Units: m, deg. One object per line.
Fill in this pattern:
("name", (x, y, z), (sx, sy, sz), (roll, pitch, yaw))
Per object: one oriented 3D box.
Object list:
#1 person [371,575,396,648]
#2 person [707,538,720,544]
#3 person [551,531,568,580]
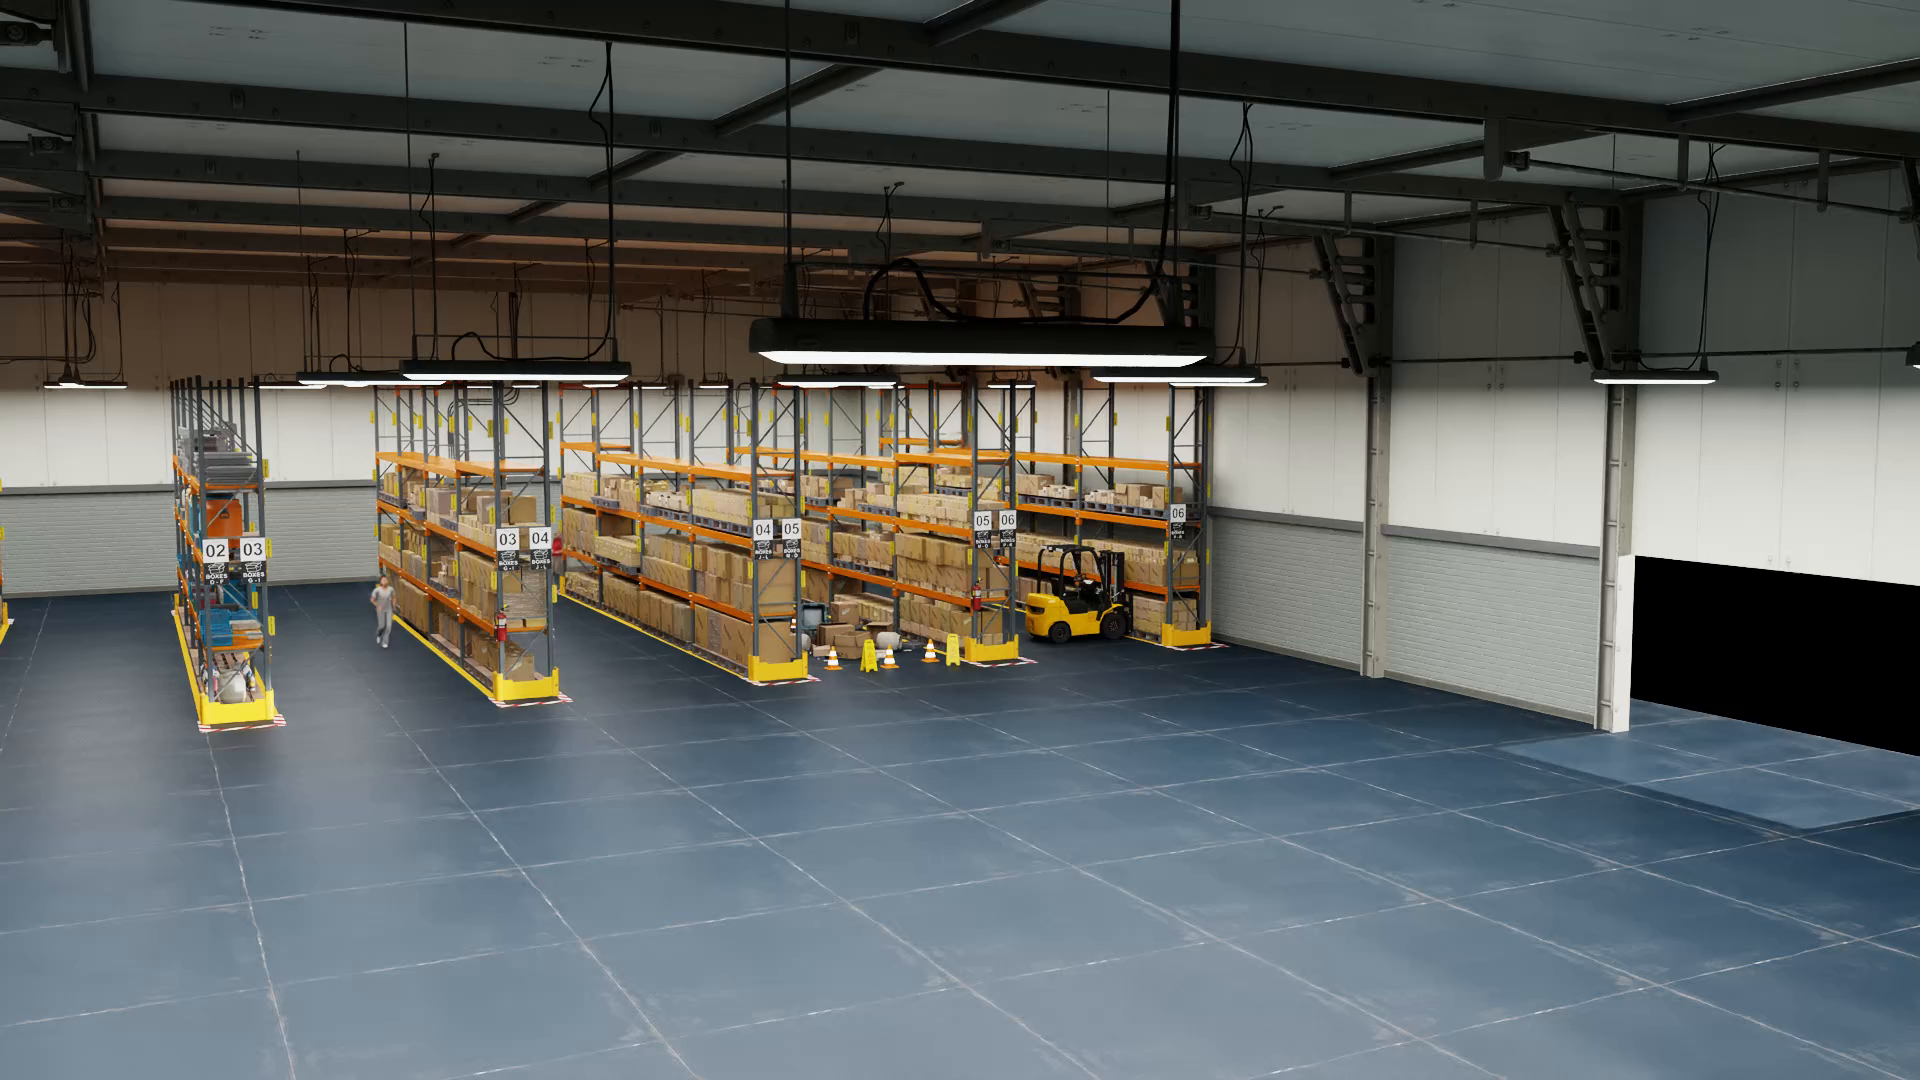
("person", (-12.900, 1.597, 37.274), (0.548, 1.623, 0.558), (-3, 6, -34))
("person", (-7.469, 0.424, 50.788), (0.654, 1.599, 0.649), (-2, 6, -22))
("person", (-11.654, 0.609, 48.208), (0.684, 1.773, 0.895), (3, 6, 34))
